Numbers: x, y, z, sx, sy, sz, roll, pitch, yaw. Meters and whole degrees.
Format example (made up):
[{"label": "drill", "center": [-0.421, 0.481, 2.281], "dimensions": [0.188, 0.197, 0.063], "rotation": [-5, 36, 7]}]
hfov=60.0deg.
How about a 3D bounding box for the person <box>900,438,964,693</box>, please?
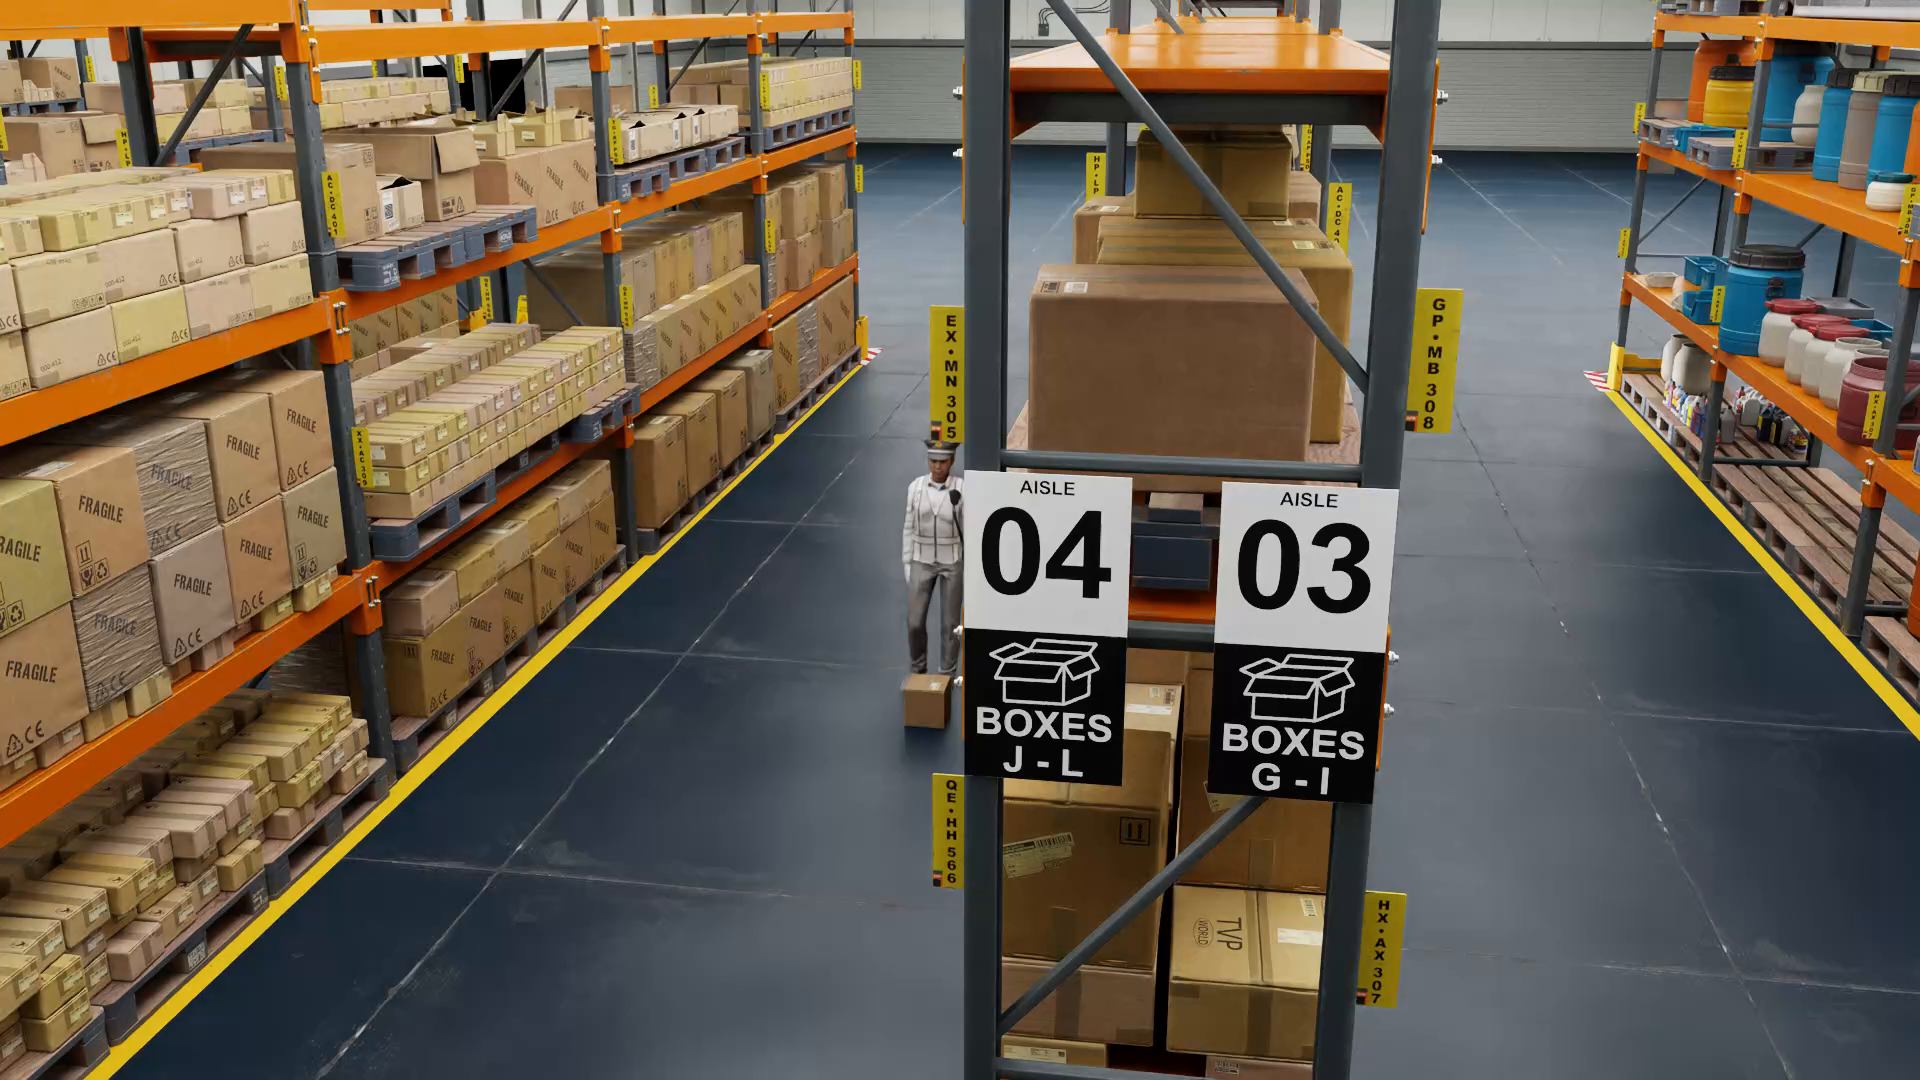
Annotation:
[{"label": "person", "center": [-0.138, 0.185, 10.484], "dimensions": [0.517, 1.728, 0.411], "rotation": [3, 18, 8]}]
